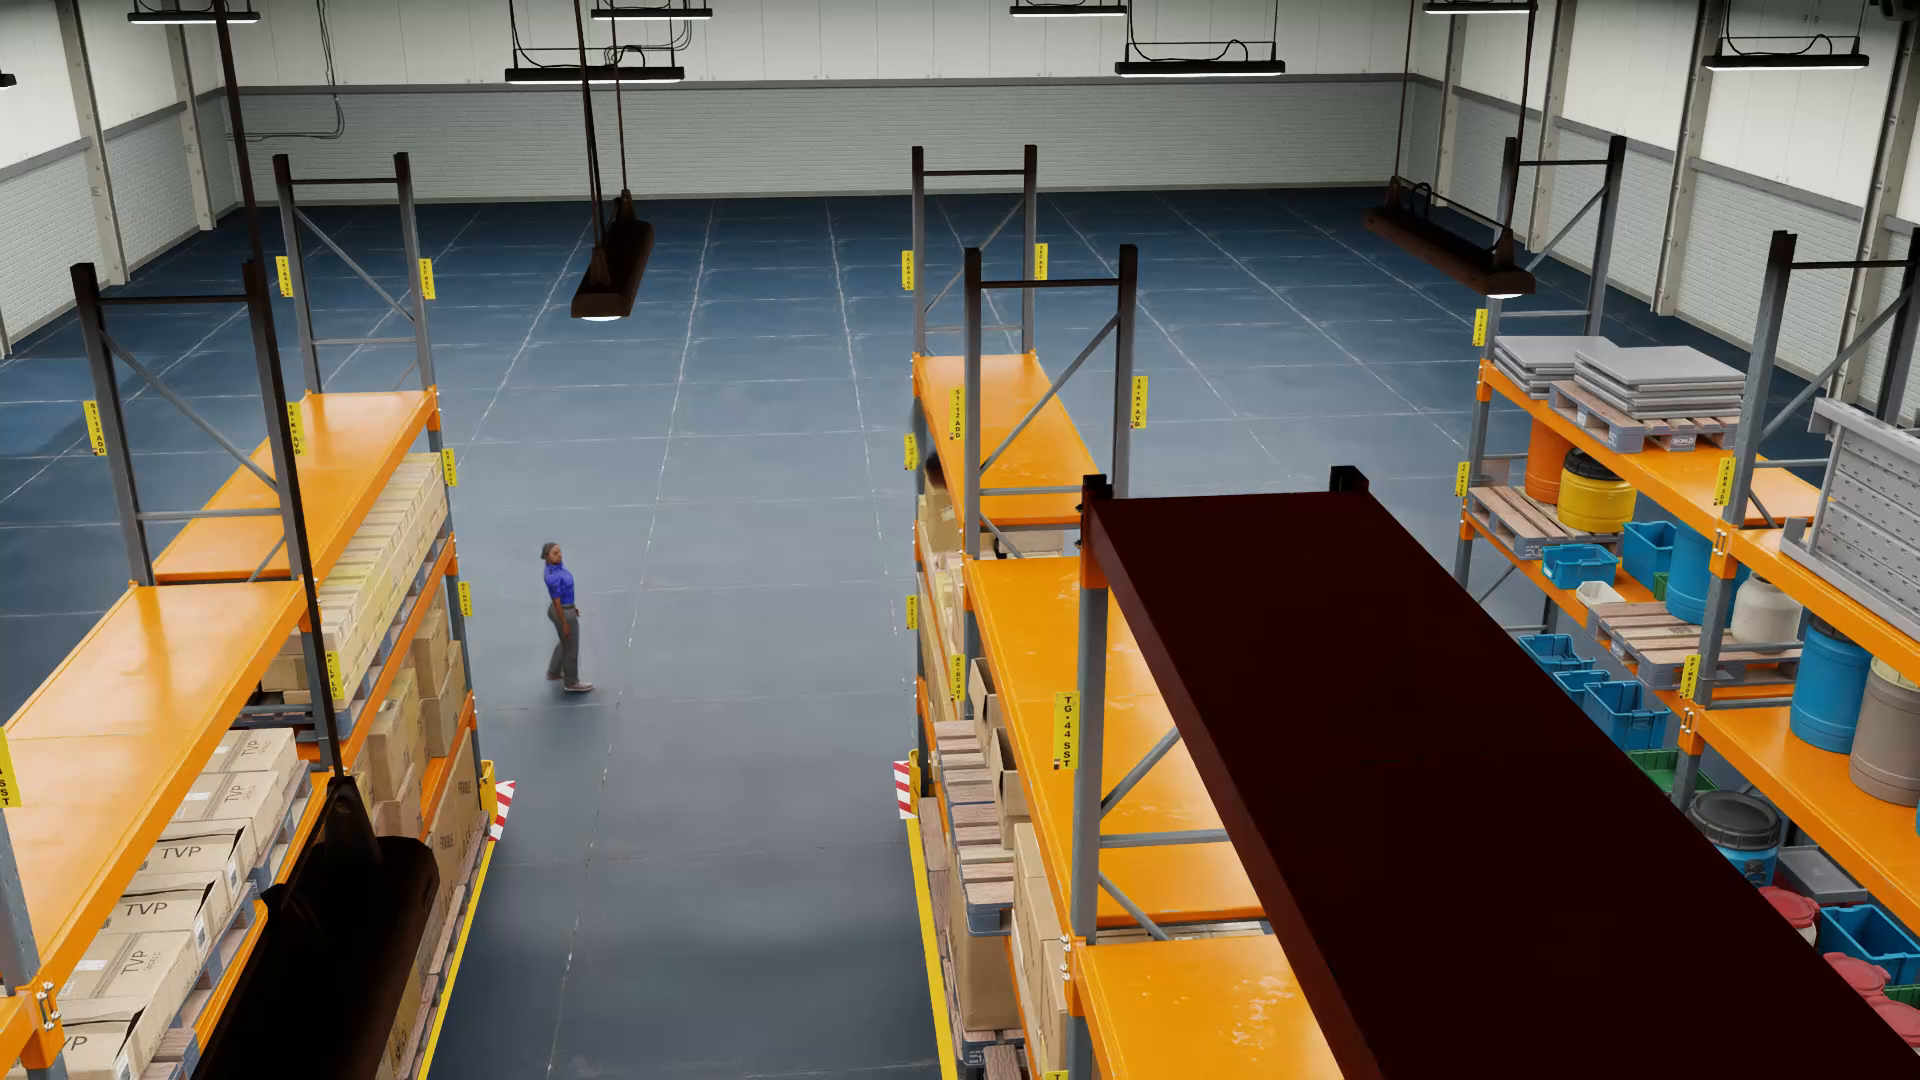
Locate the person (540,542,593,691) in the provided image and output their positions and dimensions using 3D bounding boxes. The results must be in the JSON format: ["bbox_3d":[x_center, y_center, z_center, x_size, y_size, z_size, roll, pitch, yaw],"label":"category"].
[{"bbox_3d":[-4.142,0.803,17.394,0.445,1.647,0.466,-14,26,-31],"label":"person"}]
